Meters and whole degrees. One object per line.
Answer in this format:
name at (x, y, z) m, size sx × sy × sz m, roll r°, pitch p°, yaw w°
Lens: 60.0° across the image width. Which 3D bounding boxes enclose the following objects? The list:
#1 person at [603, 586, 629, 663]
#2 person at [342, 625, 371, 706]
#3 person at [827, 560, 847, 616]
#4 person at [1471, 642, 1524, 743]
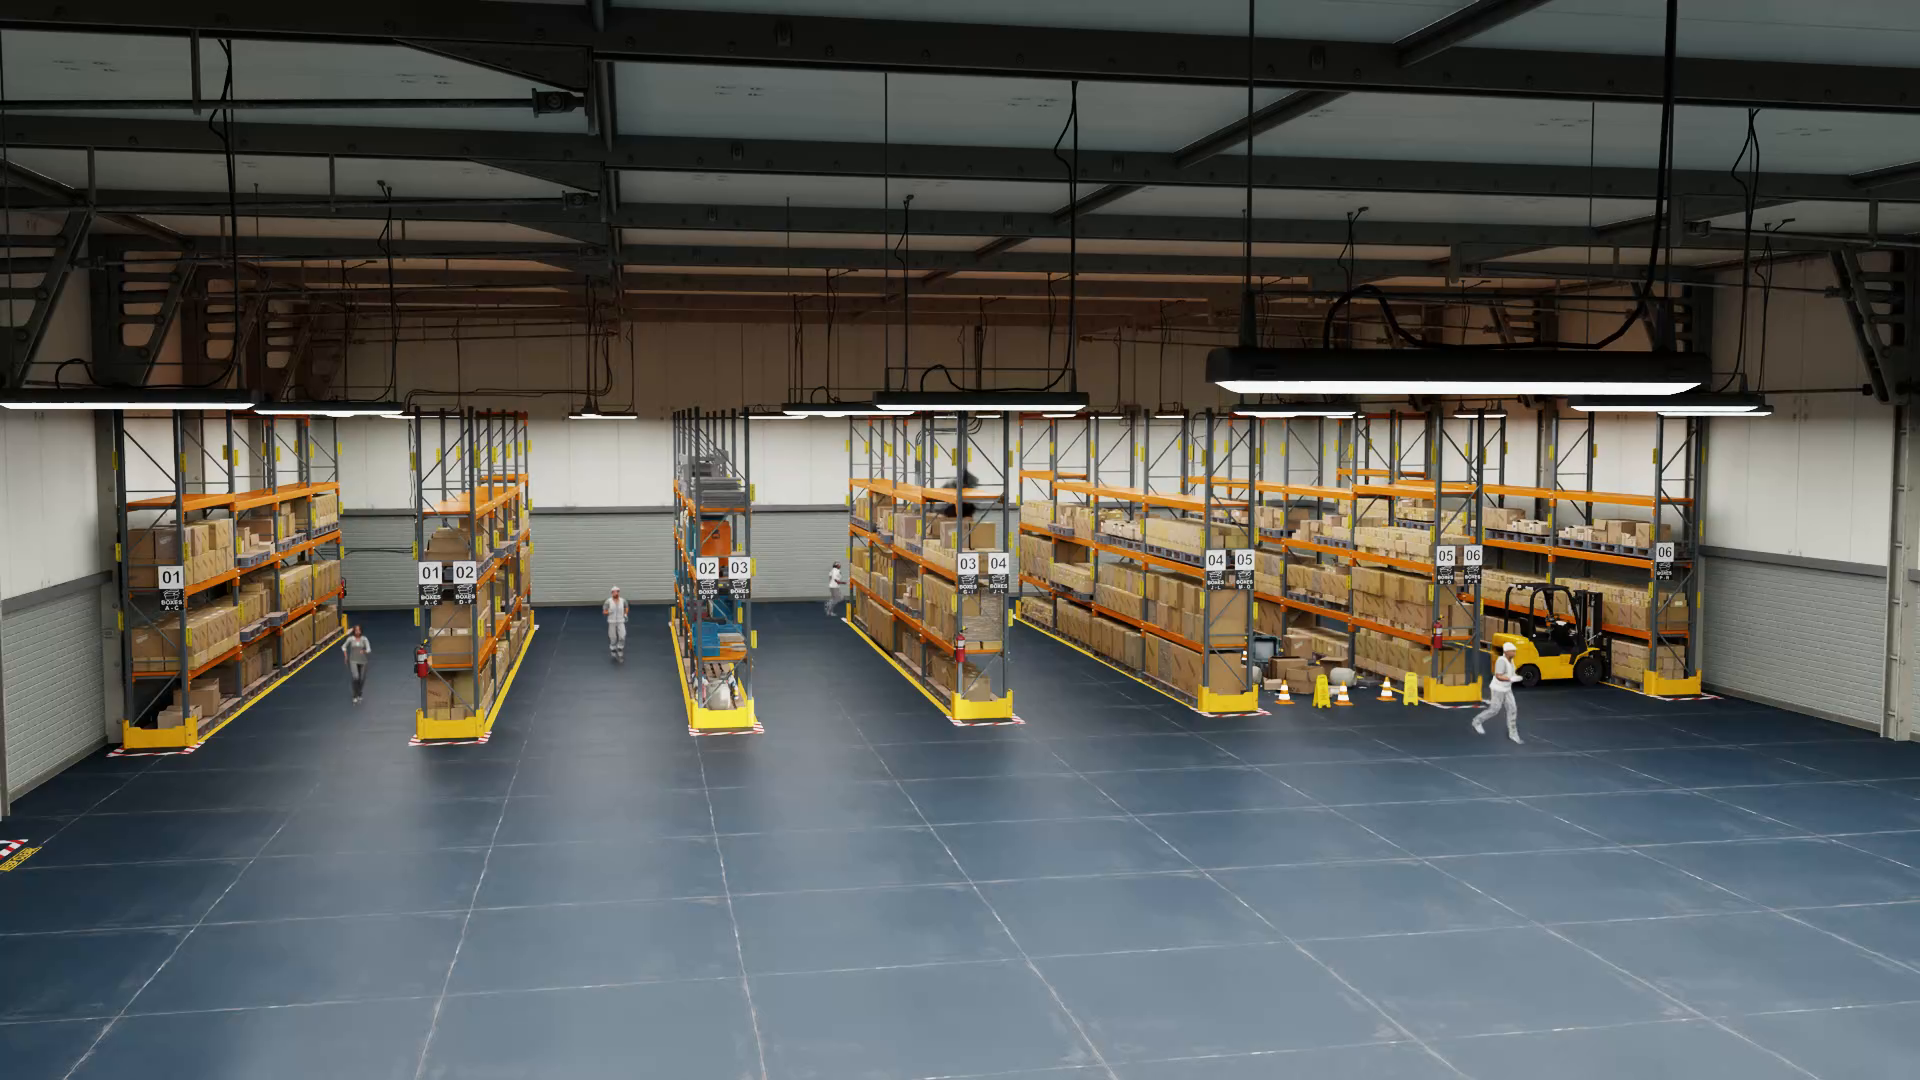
person at (-8.169, 2.017, 39.565) m, size 0.632 × 1.823 × 0.705 m, roll -1°, pitch 4°, yaw -18°
person at (-12.194, 2.533, 33.665) m, size 0.503 × 1.627 × 0.694 m, roll -2°, pitch 5°, yaw -31°
person at (-3.641, 1.403, 49.158) m, size 0.605 × 1.657 × 0.552 m, roll 0°, pitch 4°, yaw 2°
person at (9.686, 2.728, 29.899) m, size 0.976 × 1.813 × 0.712 m, roll 3°, pitch 5°, yaw 39°
